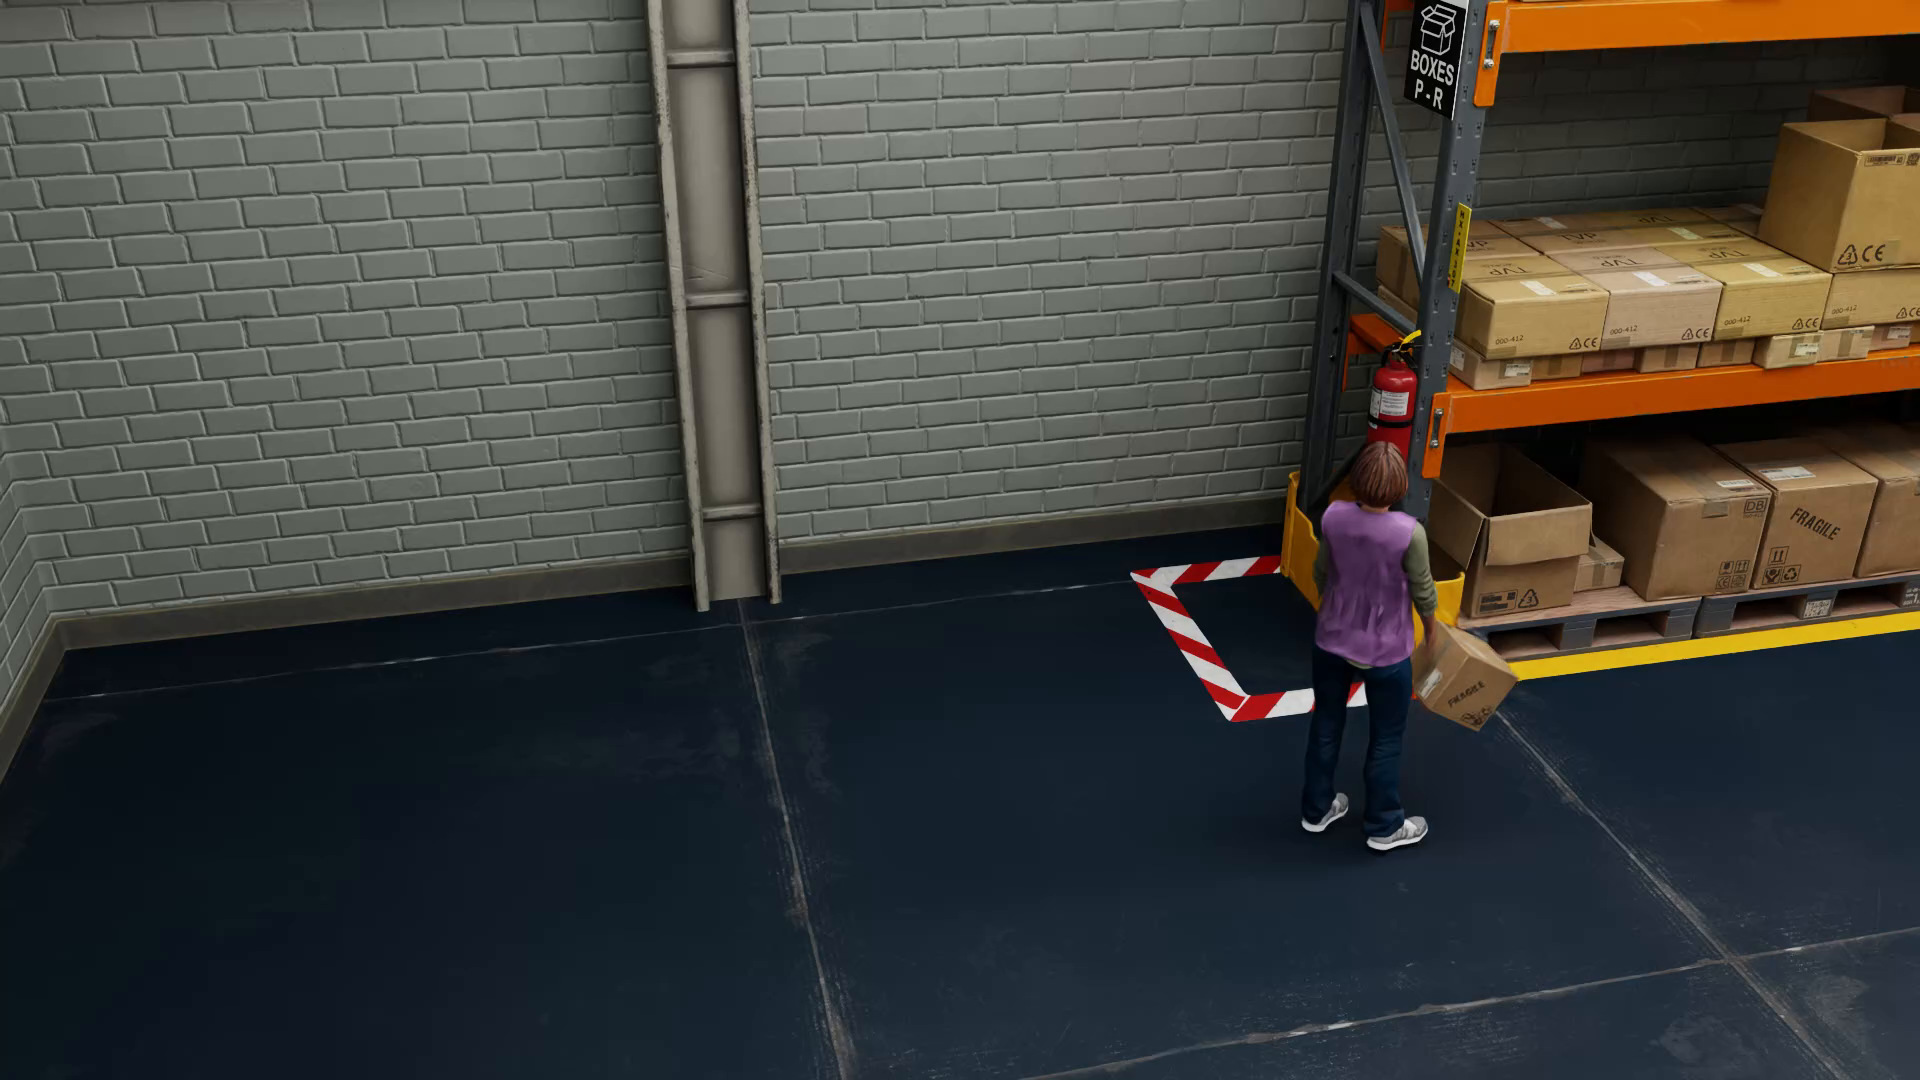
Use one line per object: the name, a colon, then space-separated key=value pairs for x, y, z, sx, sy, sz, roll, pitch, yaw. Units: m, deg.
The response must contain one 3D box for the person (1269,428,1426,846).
person: x=1.395 y=0.358 z=5.890 sx=0.500 sy=1.598 sz=0.343 roll=4 pitch=27 yaw=7
